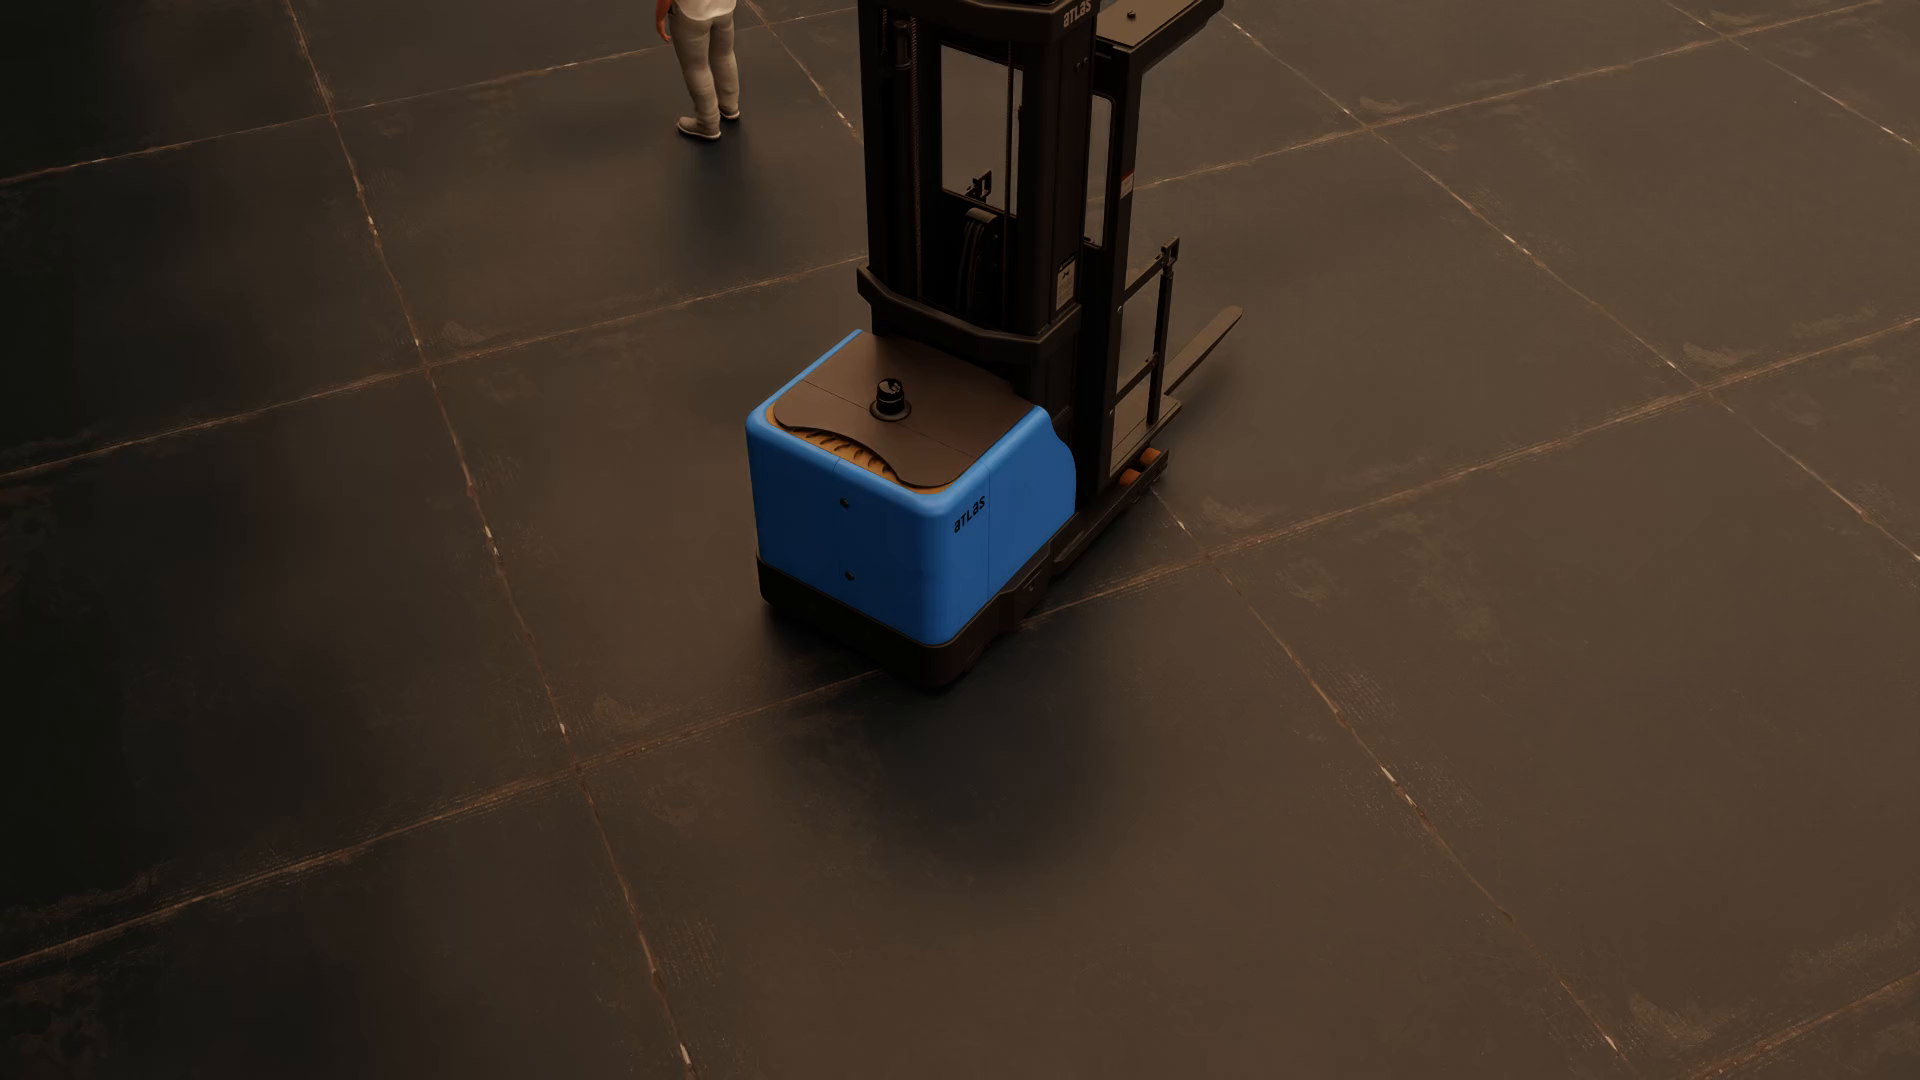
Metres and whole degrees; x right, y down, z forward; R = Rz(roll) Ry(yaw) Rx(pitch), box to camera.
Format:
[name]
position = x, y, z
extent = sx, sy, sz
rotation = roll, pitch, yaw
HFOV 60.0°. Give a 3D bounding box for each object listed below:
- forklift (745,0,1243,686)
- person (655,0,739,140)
[forklift]
position = 0.359, -1.420, 7.202
extent = 1.130, 2.935, 3.031
rotation = 26, 49, 25
[person]
position = -1.613, -3.266, 10.012
extent = 0.576, 1.781, 0.640
rotation = 33, 52, 30
